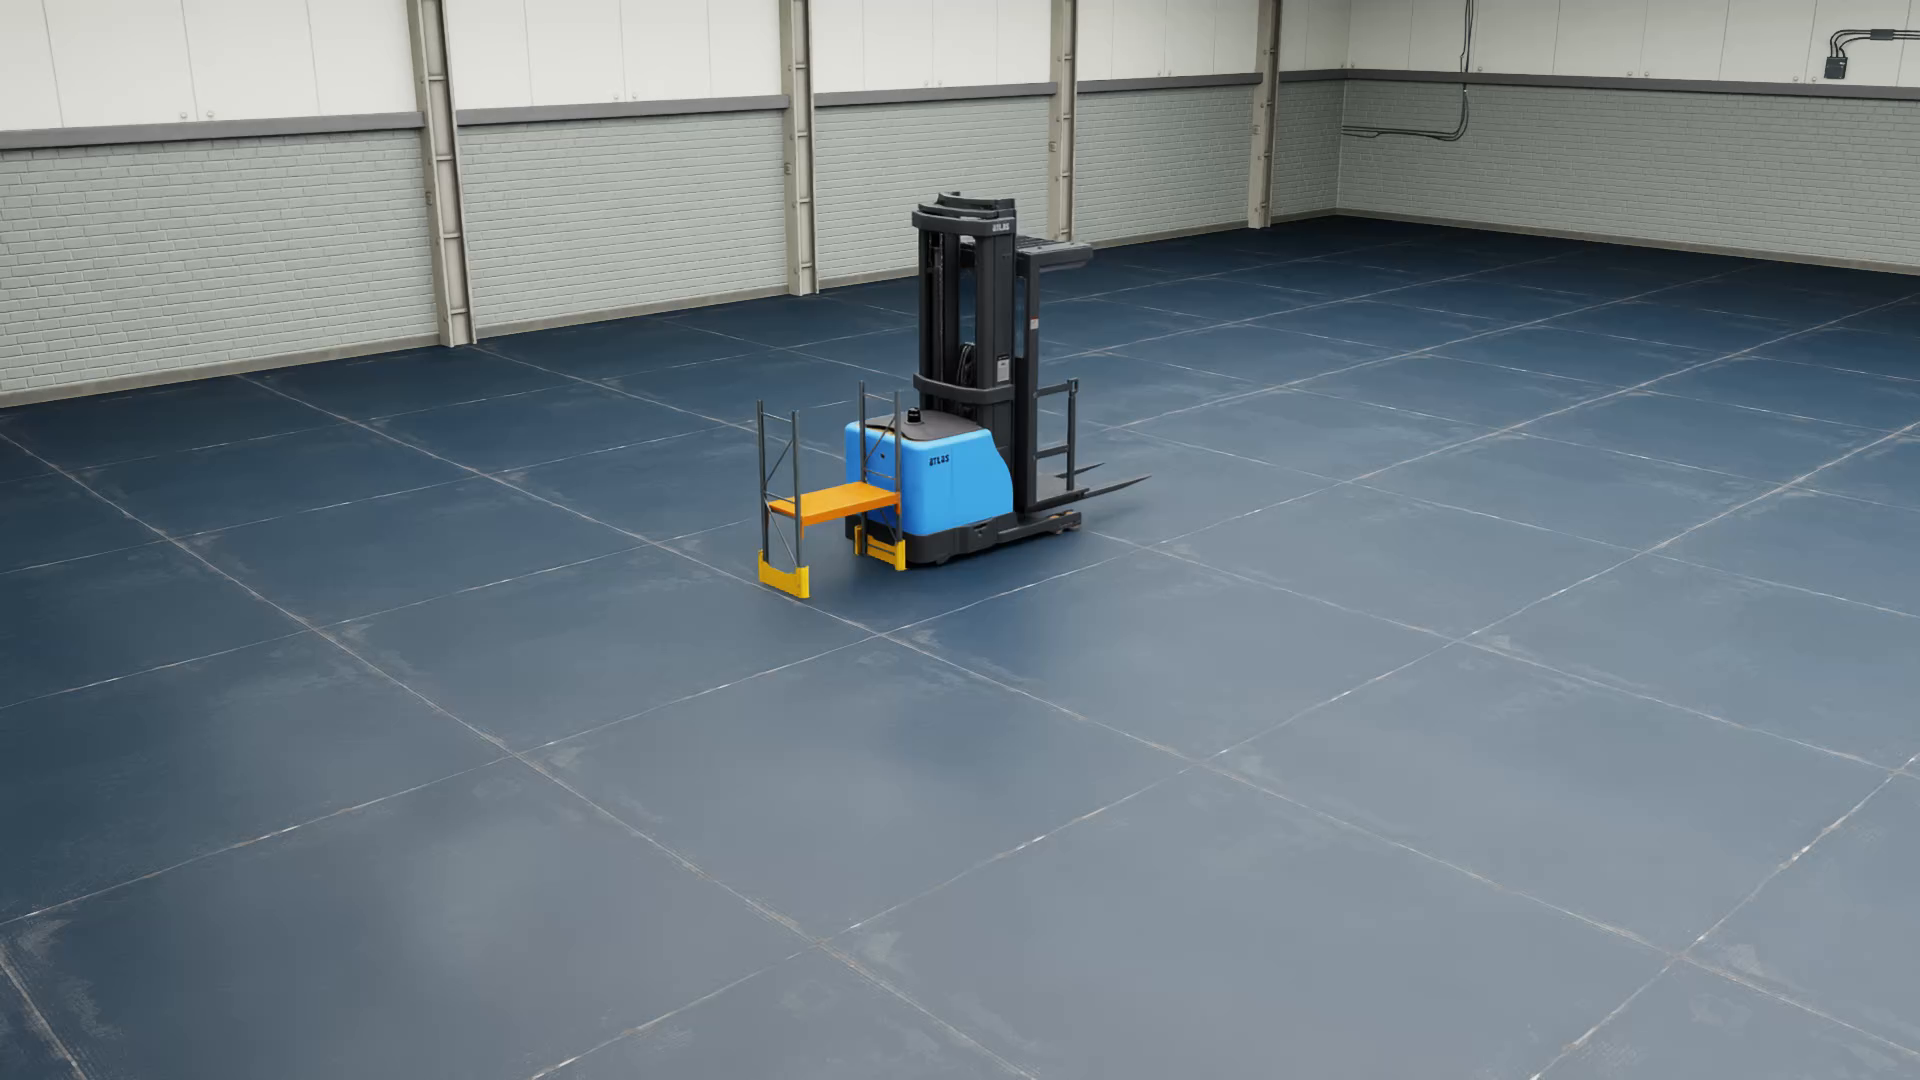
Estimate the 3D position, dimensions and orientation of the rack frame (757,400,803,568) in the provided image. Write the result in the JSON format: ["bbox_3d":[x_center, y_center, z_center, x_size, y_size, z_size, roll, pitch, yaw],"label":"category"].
[{"bbox_3d":[-1.409,-0.324,13.054,0.032,1.500,0.500,-16,24,-40],"label":"rack frame"}]

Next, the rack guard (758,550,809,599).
[{"bbox_3d":[-1.408,0.270,13.247,0.087,0.250,0.587,-16,24,-40],"label":"rack guard"}]

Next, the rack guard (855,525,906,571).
[{"bbox_3d":[-0.667,0.064,13.881,0.087,0.250,0.587,-16,24,-40],"label":"rack guard"}]

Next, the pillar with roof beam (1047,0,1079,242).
[{"bbox_3d":[4.803,-8.550,26.265,0.400,9.000,9.100,-16,24,-41],"label":"pillar with roof beam"}]

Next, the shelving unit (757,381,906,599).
[{"bbox_3d":[-1.037,-0.427,13.371,1.083,1.500,0.587,-16,24,-40],"label":"shelving unit"}]

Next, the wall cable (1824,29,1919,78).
[{"bbox_3d":[15.765,-10.601,27.077,0.169,6.003,2.305,-16,24,-41],"label":"wall cable"}]

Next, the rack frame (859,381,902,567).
[{"bbox_3d":[-0.653,-0.534,13.700,0.032,1.500,0.500,-16,24,-40],"label":"rack frame"}]

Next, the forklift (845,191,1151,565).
[{"bbox_3d":[0.446,-1.551,14.515,3.031,2.935,1.130,-16,24,-40],"label":"forklift"}]

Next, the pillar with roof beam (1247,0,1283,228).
[{"bbox_3d":[9.162,-9.822,30.187,0.400,9.000,9.100,-16,24,-41],"label":"pillar with roof beam"}]

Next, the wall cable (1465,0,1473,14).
[{"bbox_3d":[11.112,-11.433,32.004,0.112,2.526,3.097,-16,24,-41],"label":"wall cable"}]

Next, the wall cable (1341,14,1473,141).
[{"bbox_3d":[9.254,-9.637,34.652,0.112,2.526,3.097,-16,24,-41],"label":"wall cable"}]

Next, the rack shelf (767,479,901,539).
[{"bbox_3d":[-1.031,-0.258,13.432,1.000,0.185,0.538,-16,24,-40],"label":"rack shelf"}]

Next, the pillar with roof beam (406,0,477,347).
[{"bbox_3d":[-3.917,-6.007,18.423,0.400,9.000,9.100,-16,24,-41],"label":"pillar with roof beam"}]

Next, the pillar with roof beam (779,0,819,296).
[{"bbox_3d":[0.443,-7.279,22.344,0.400,9.000,9.100,-16,24,-41],"label":"pillar with roof beam"}]
